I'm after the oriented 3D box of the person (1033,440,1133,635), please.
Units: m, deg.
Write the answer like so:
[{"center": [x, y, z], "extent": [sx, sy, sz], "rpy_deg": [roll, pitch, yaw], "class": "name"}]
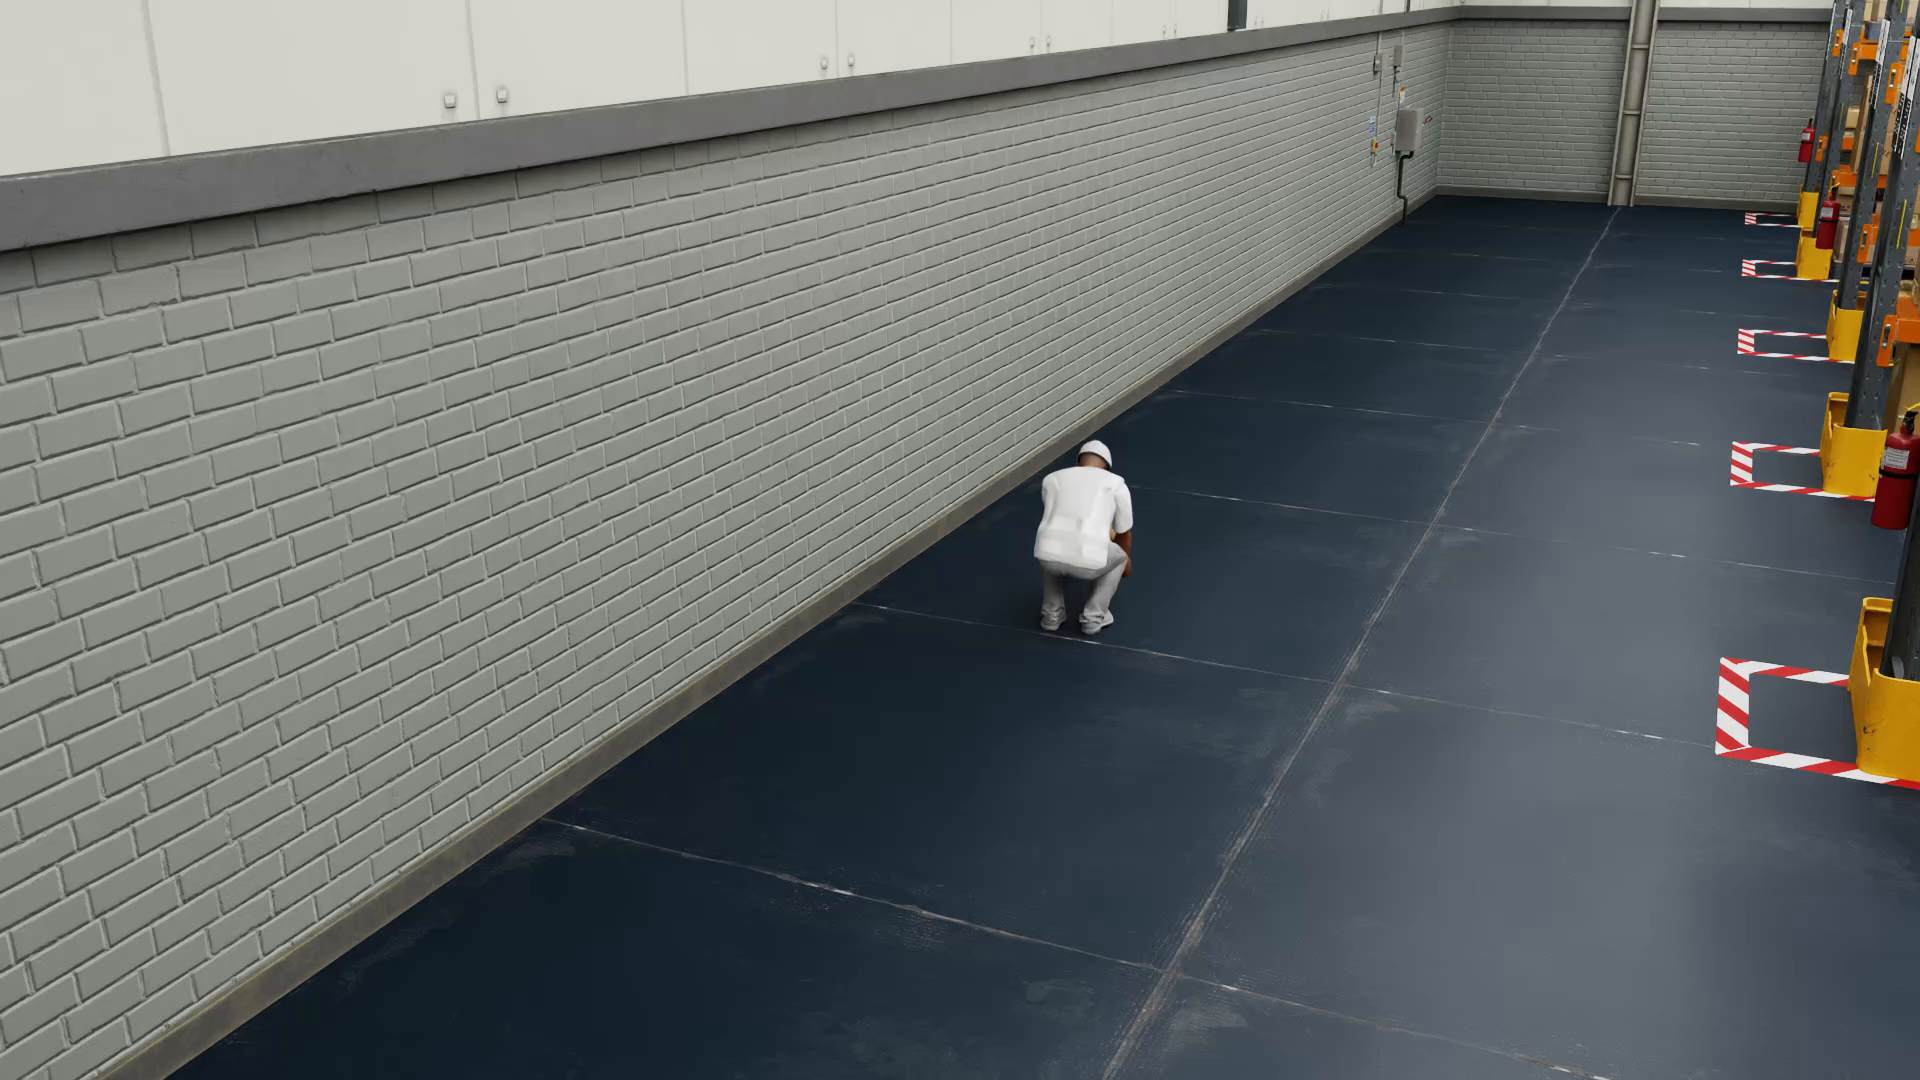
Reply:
[{"center": [0.701, -0.011, 9.731], "extent": [0.541, 1.017, 0.887], "rpy_deg": [8, 20, 22], "class": "person"}]
